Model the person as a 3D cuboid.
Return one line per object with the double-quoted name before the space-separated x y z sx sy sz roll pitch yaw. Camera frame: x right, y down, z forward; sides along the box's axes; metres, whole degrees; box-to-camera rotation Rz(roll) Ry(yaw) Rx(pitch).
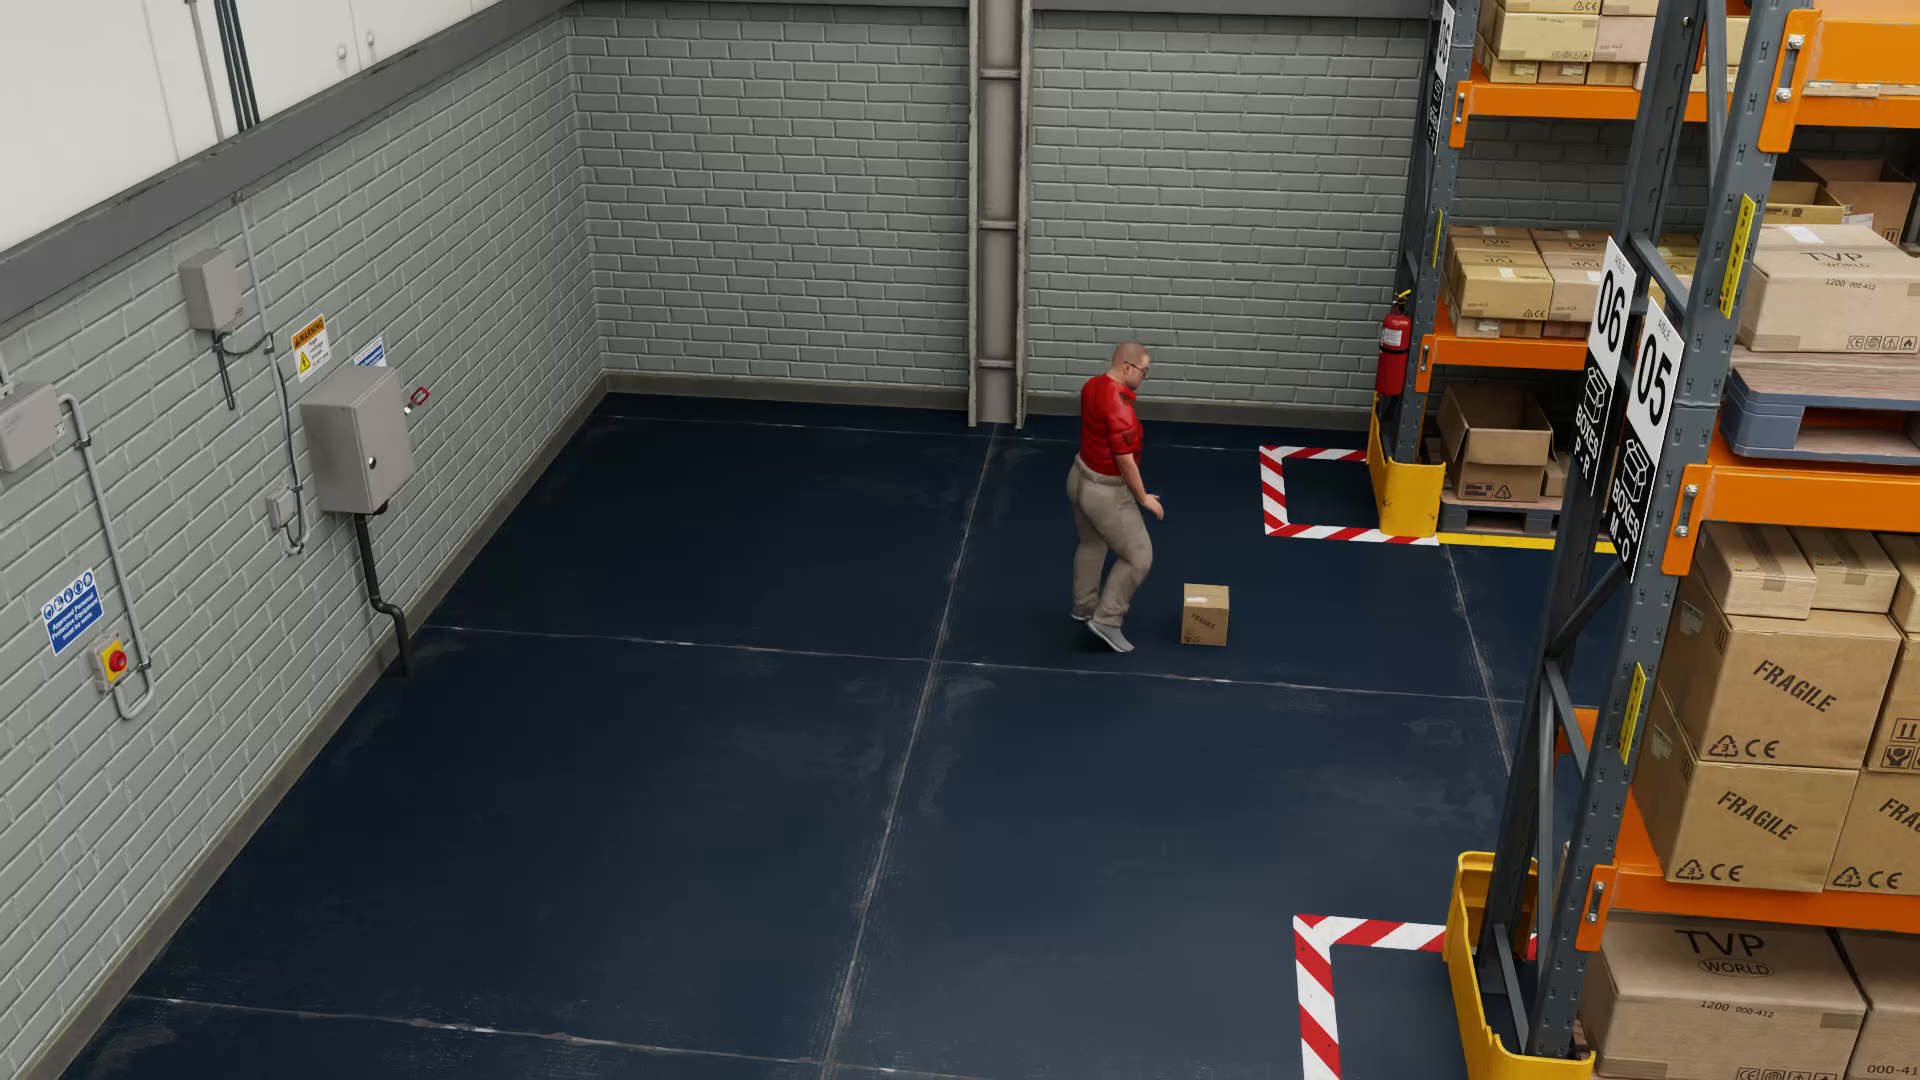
"person" 0.824 -0.232 9.126 0.440 1.790 0.571 -9 29 -16
